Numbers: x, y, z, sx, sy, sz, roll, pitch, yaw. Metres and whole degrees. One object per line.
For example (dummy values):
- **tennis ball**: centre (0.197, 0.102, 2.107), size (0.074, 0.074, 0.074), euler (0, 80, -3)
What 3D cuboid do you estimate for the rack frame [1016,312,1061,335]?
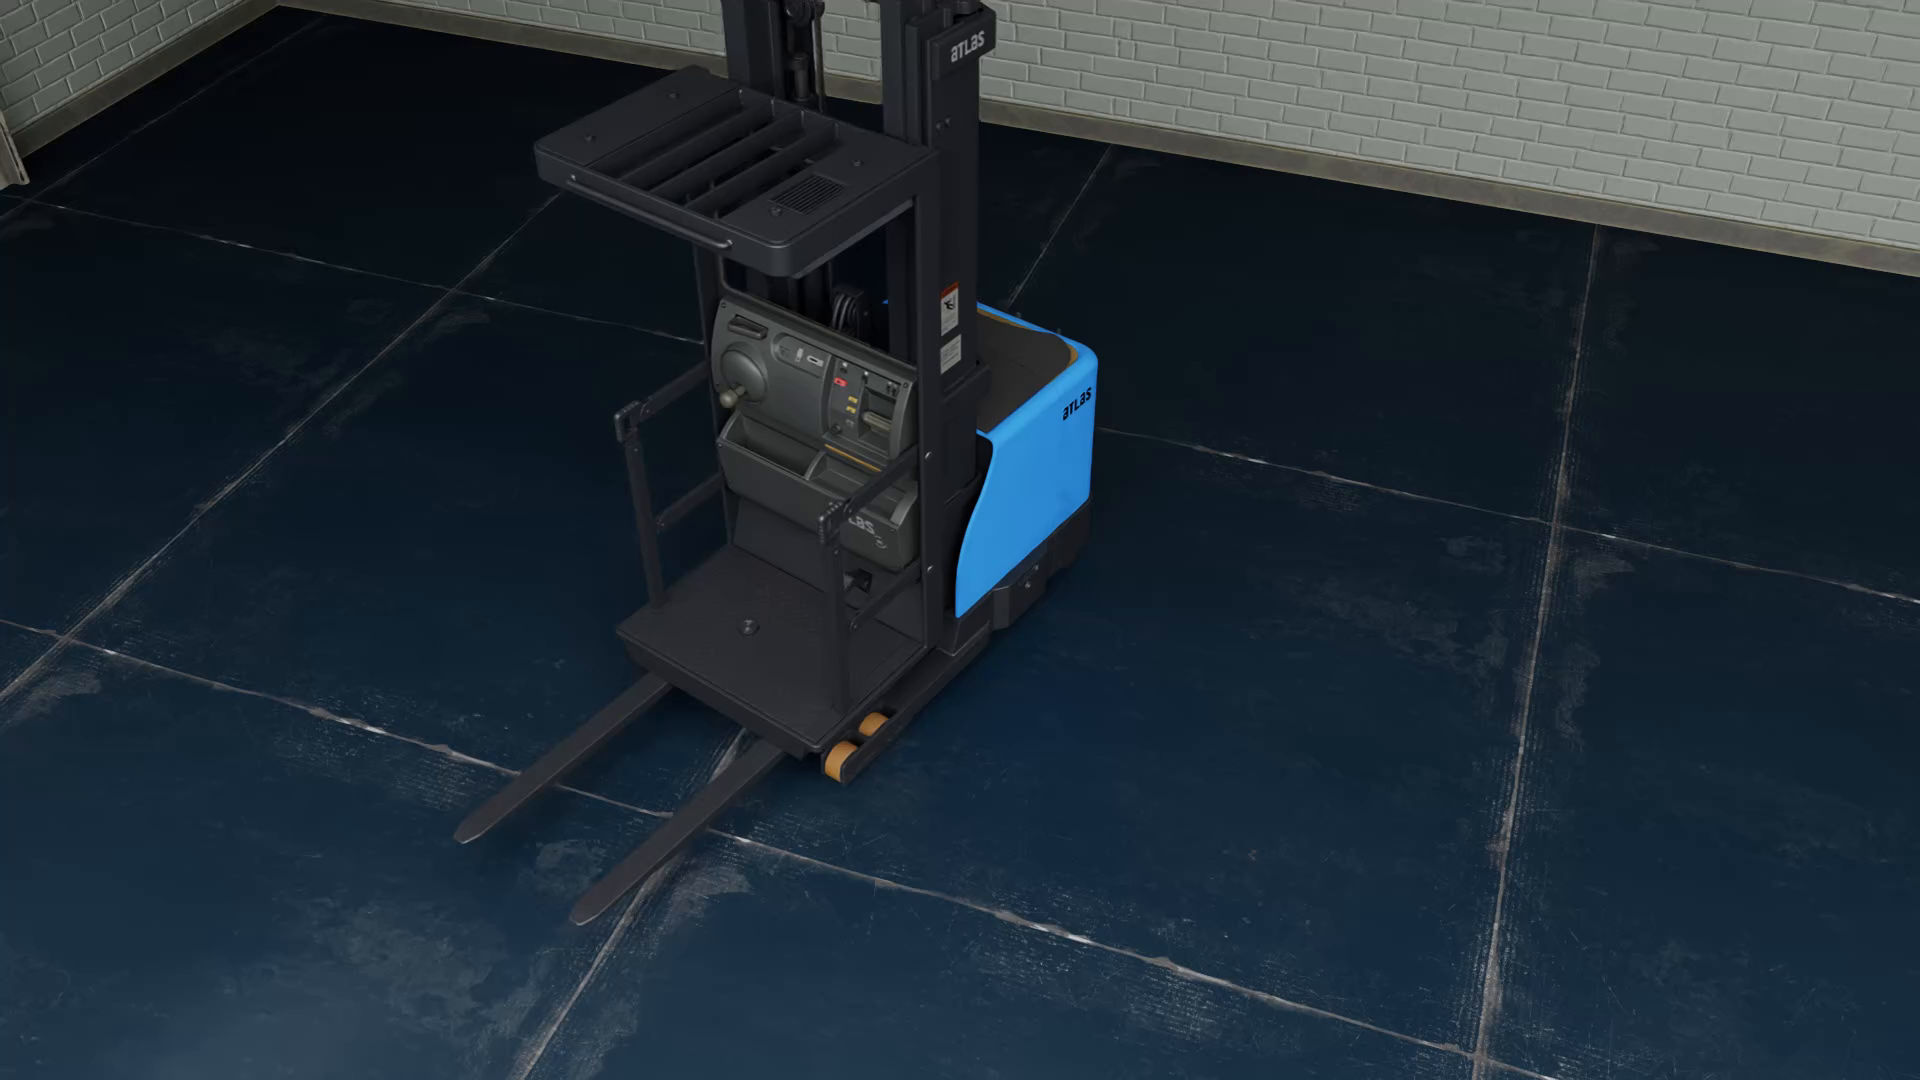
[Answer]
- **rack frame**: centre (0.354, -0.641, 7.762), size (0.240, 0.900, 0.006), euler (26, 47, 27)

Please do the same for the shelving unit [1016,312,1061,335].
- **shelving unit**: centre (0.293, -0.588, 7.700), size (0.258, 0.900, 0.210), euler (26, 47, 27)

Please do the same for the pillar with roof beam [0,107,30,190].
- **pillar with roof beam**: centre (-1.928, -4.608, 6.171), size (9.100, 9.000, 0.400), euler (13, 42, 15)

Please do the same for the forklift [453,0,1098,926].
- **forklift**: centre (-0.686, -0.518, 6.053), size (1.130, 2.935, 3.031), euler (26, 47, 27)
